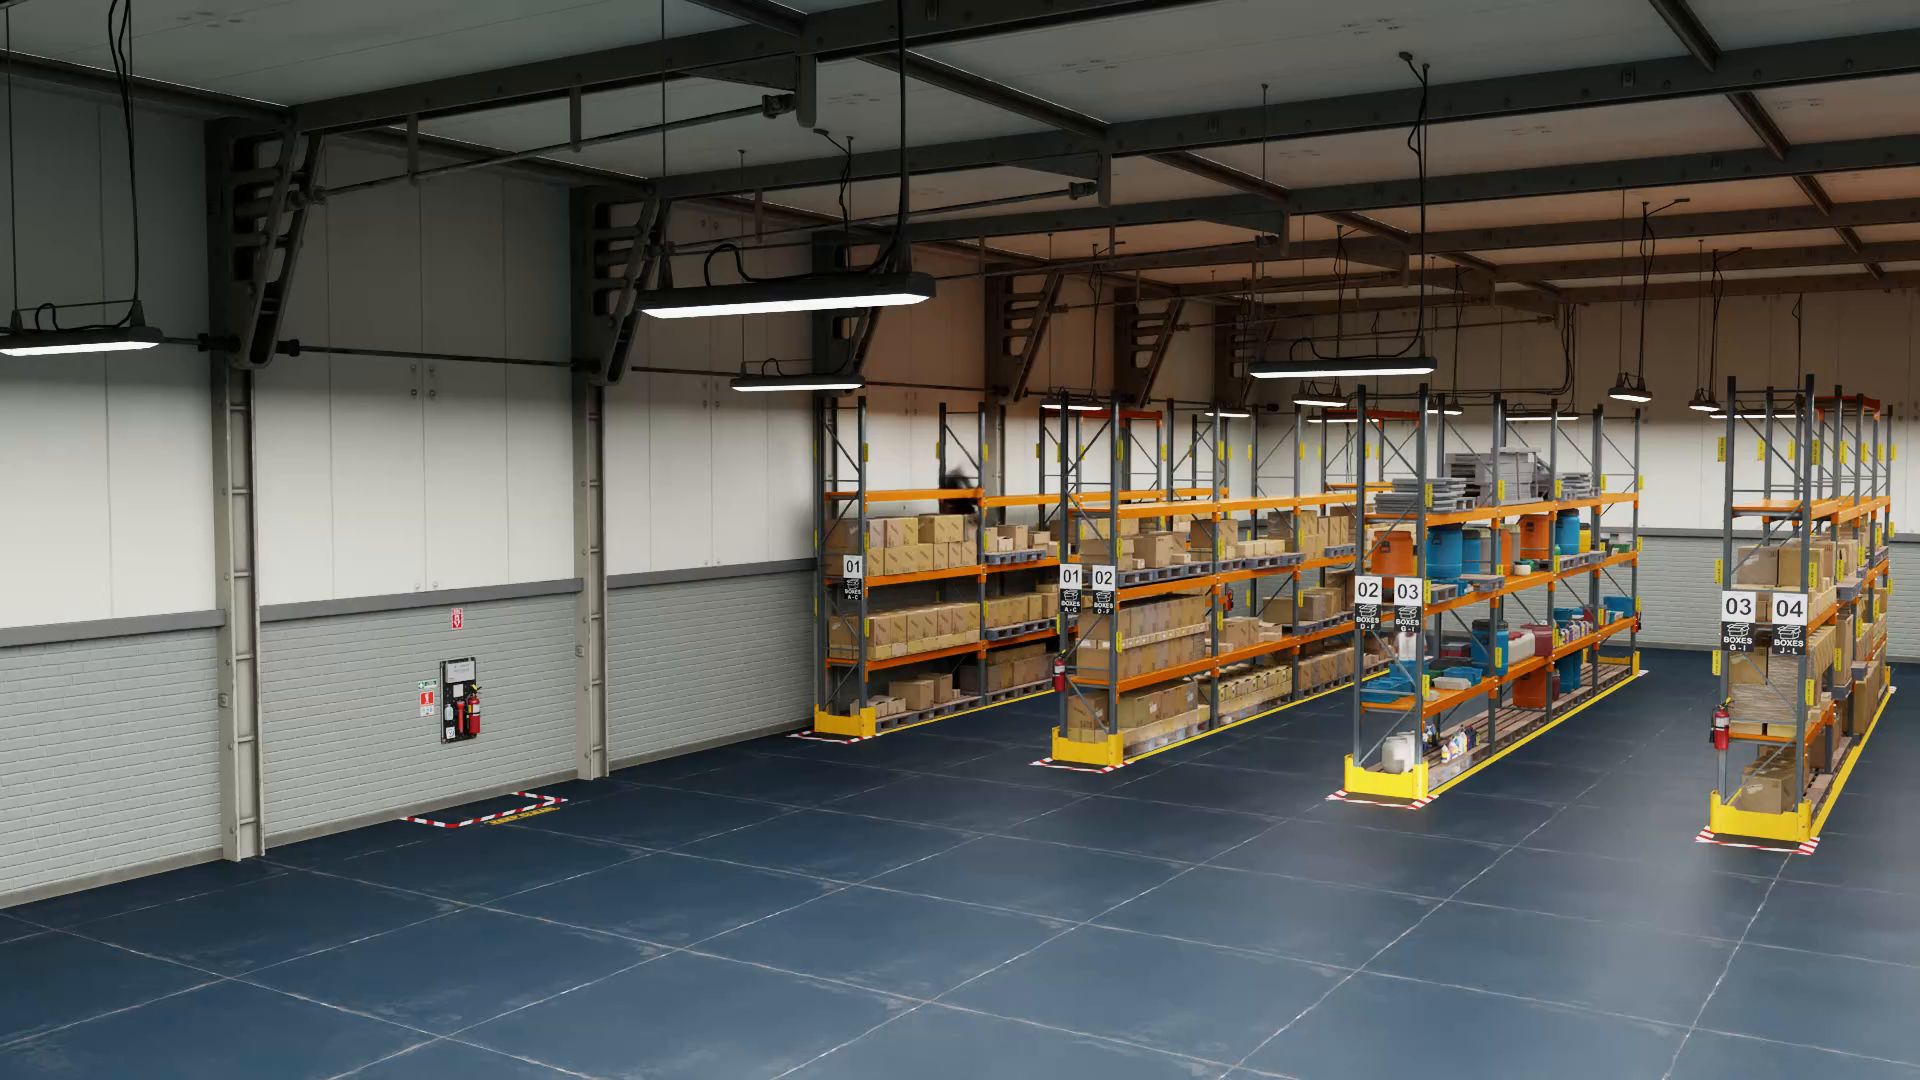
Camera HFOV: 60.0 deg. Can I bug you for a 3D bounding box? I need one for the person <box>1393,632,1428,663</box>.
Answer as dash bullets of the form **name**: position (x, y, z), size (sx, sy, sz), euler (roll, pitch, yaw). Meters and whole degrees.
- **person**: position (8.843, 2.414, 32.729), size (0.665, 1.736, 0.561), euler (1, 3, 26)
